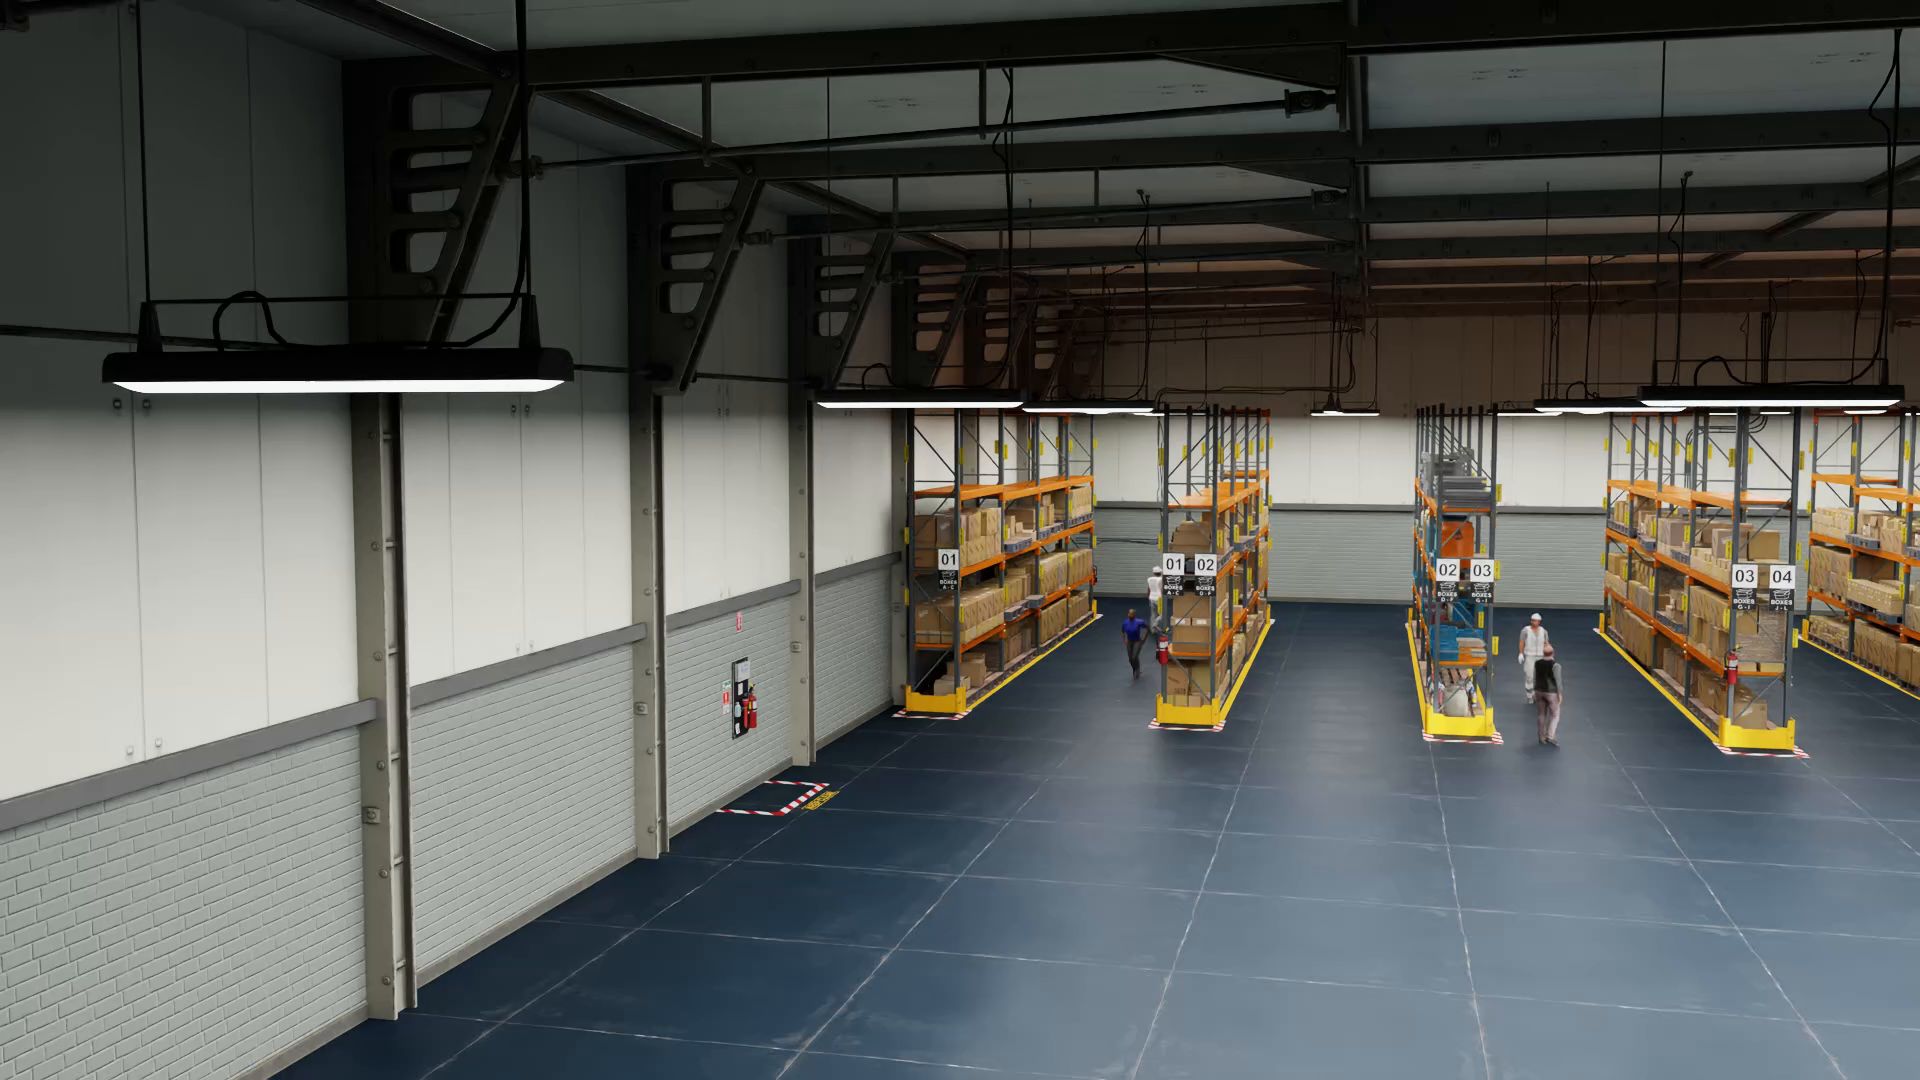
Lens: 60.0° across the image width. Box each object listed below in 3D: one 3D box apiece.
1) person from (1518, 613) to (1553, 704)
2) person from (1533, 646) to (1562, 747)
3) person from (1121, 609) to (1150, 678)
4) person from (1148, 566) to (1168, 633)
[{"bbox_3d":[11.633,2.403,33.628,0.622,1.860,0.506,0,4,1],"label":"person"},{"bbox_3d":[10.363,2.746,29.332,0.469,1.753,0.610,-3,5,-38],"label":"person"},{"bbox_3d":[3.862,2.279,36.569,0.617,1.571,0.741,2,5,23],"label":"person"},{"bbox_3d":[5.222,1.596,44.309,0.476,1.785,0.584,-3,5,-37],"label":"person"}]
